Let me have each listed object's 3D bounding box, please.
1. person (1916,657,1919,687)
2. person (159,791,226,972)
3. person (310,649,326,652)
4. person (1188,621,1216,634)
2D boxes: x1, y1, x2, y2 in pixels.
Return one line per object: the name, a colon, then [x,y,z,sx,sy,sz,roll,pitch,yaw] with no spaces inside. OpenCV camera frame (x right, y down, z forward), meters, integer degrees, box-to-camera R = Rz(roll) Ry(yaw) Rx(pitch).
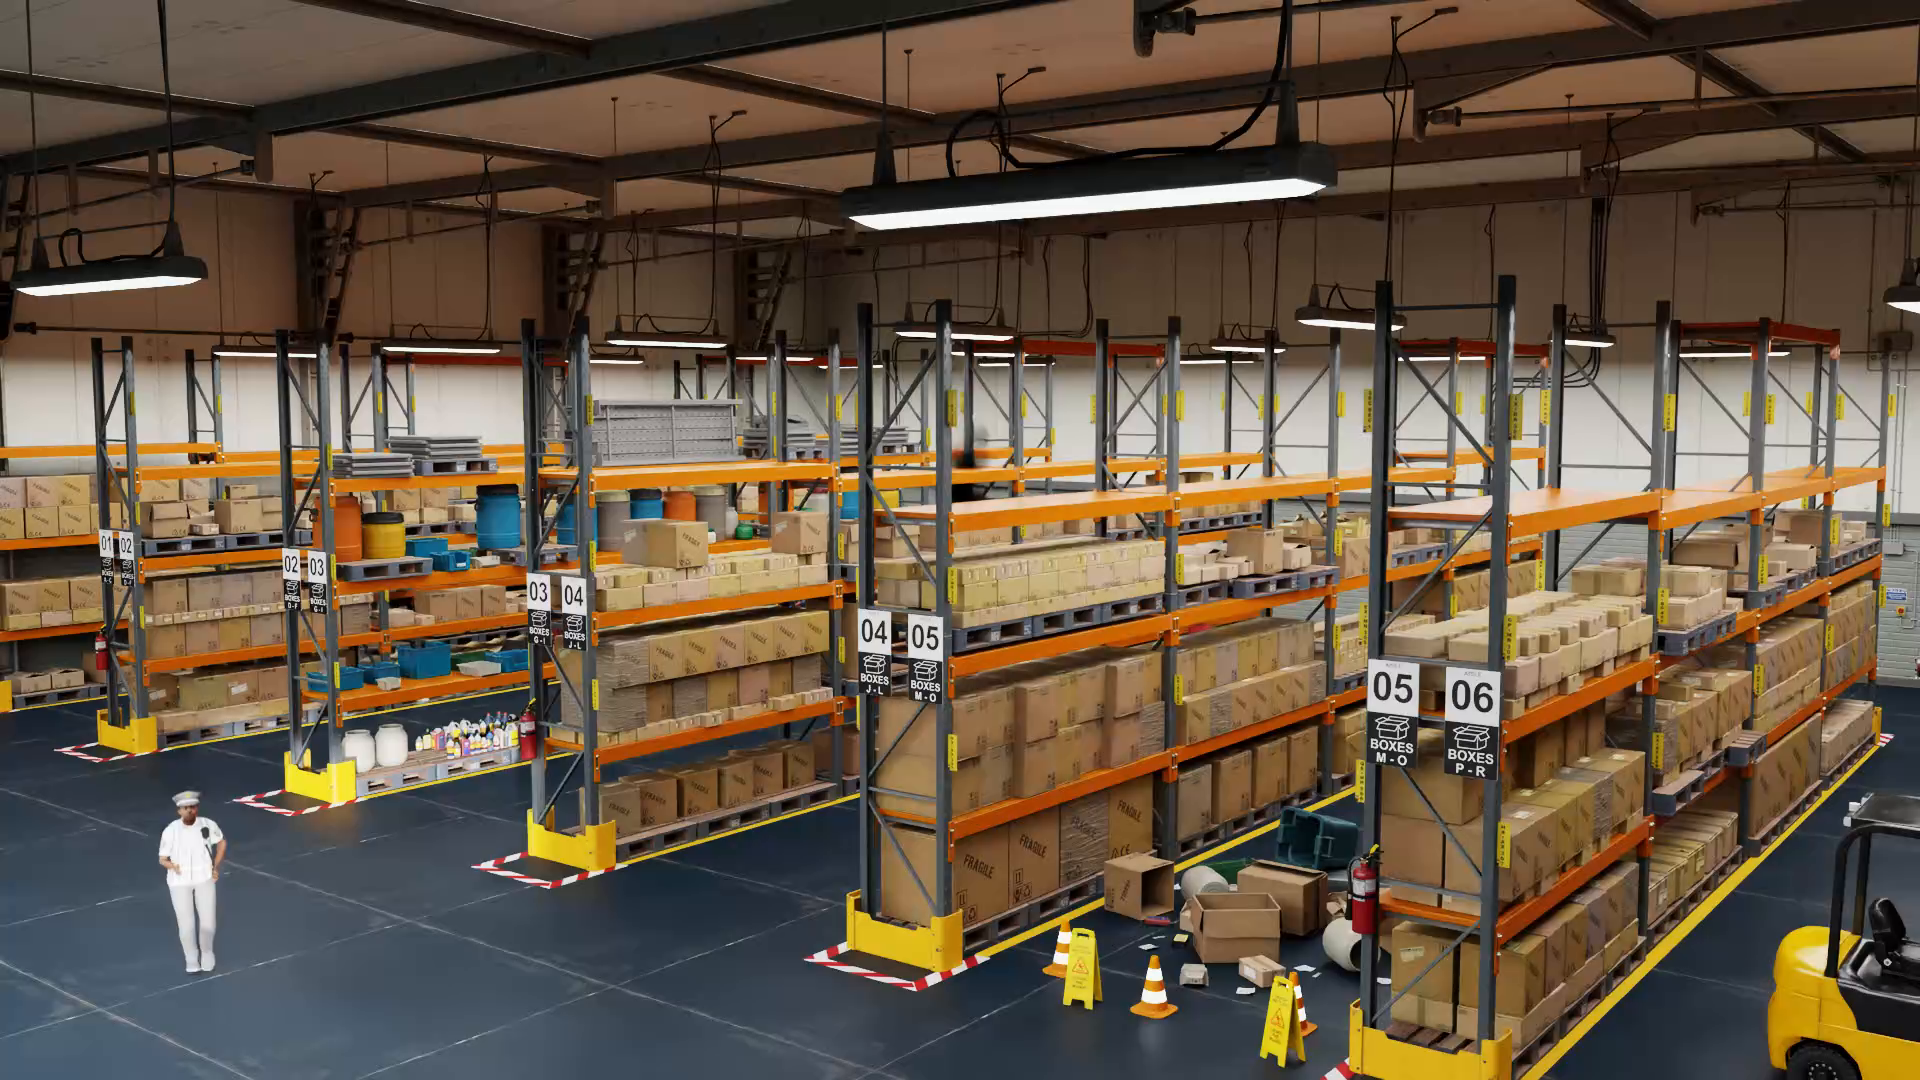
person: [14.124,2.187,23.976,0.703,1.787,0.854,2,5,19]
person: [-6.791,3.045,14.746,0.554,1.665,0.611,-2,6,-26]
person: [-11.152,1.763,29.009,0.641,1.776,0.684,2,5,20]
person: [3.716,1.909,25.820,0.640,1.721,0.717,3,6,33]
